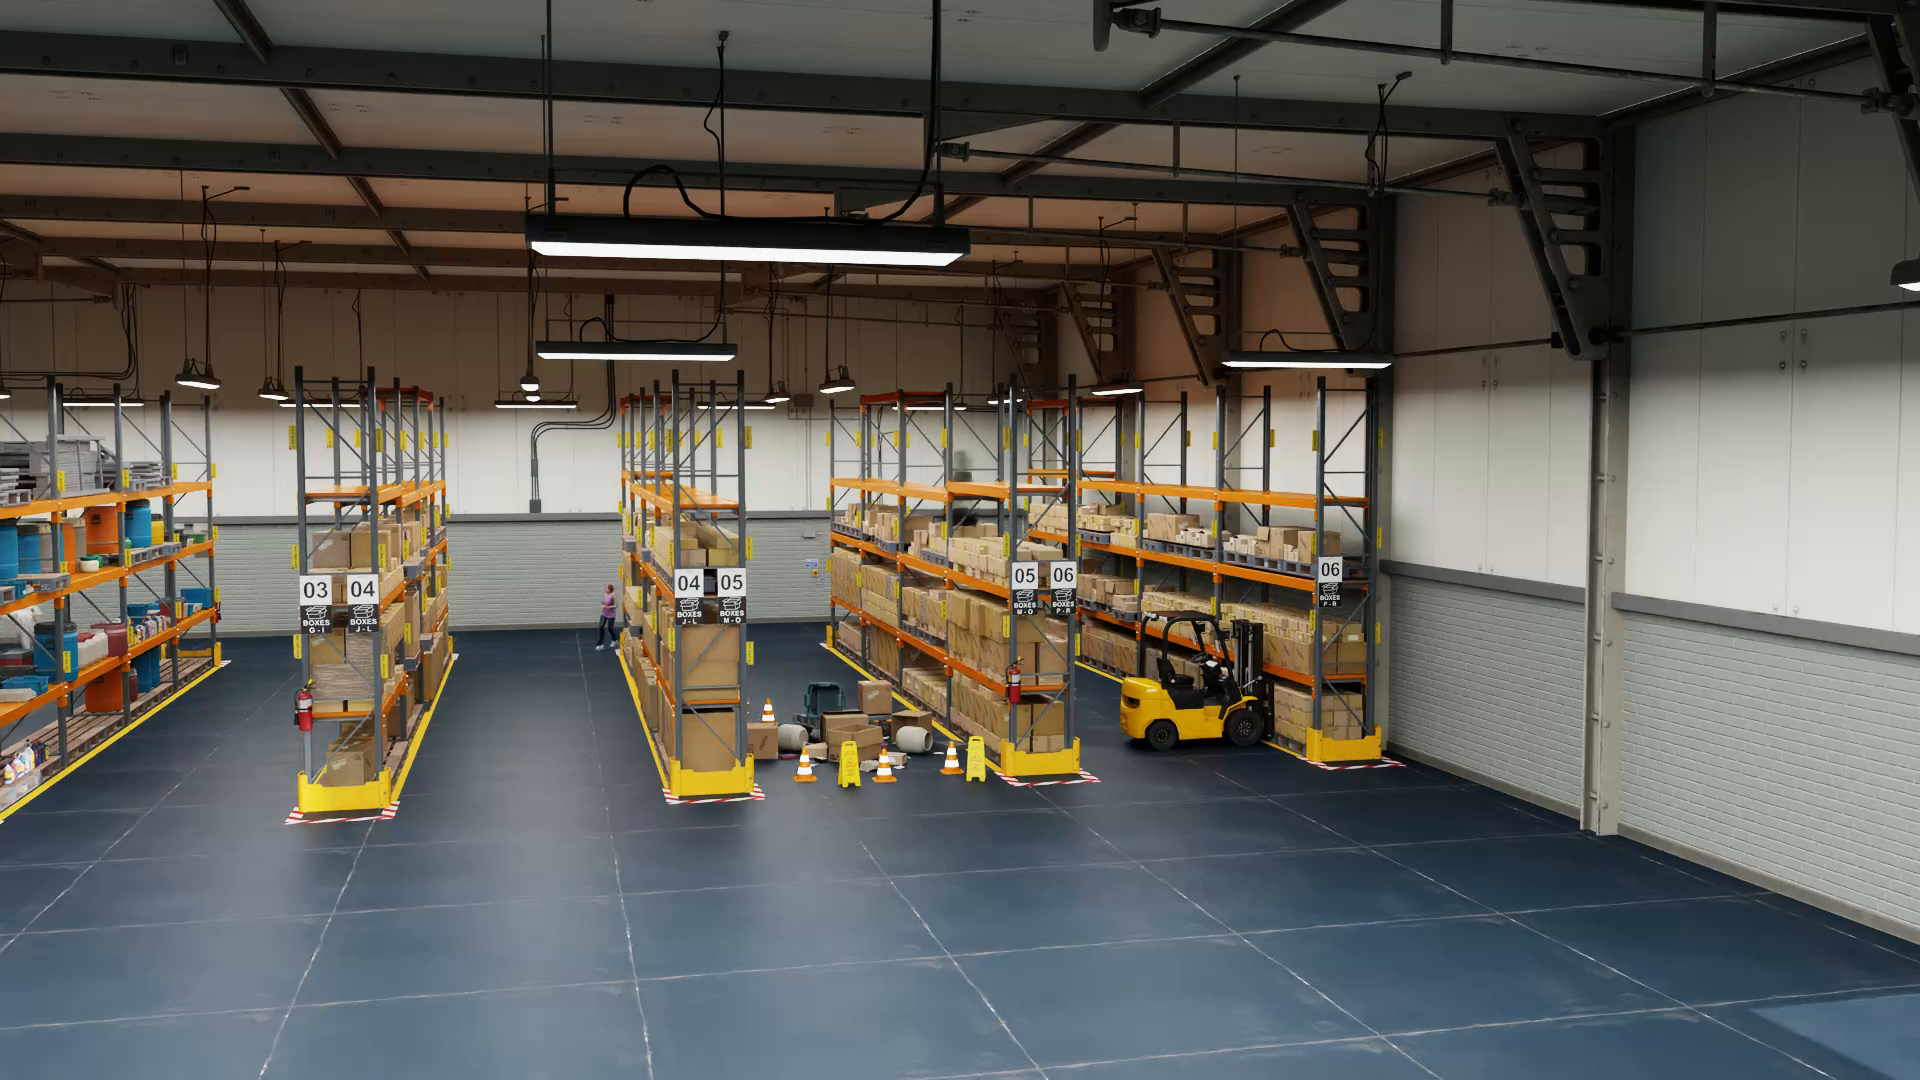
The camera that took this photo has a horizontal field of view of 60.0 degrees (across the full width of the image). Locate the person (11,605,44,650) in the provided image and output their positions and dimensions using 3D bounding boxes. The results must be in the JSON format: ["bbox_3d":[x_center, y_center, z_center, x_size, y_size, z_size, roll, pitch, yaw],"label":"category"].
[{"bbox_3d":[-20.260,2.026,36.153,0.607,1.719,0.781,-3,4,-37],"label":"person"}]

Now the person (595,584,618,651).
[{"bbox_3d":[-8.347,1.854,39.810,0.533,1.637,0.735,2,4,27],"label":"person"}]
